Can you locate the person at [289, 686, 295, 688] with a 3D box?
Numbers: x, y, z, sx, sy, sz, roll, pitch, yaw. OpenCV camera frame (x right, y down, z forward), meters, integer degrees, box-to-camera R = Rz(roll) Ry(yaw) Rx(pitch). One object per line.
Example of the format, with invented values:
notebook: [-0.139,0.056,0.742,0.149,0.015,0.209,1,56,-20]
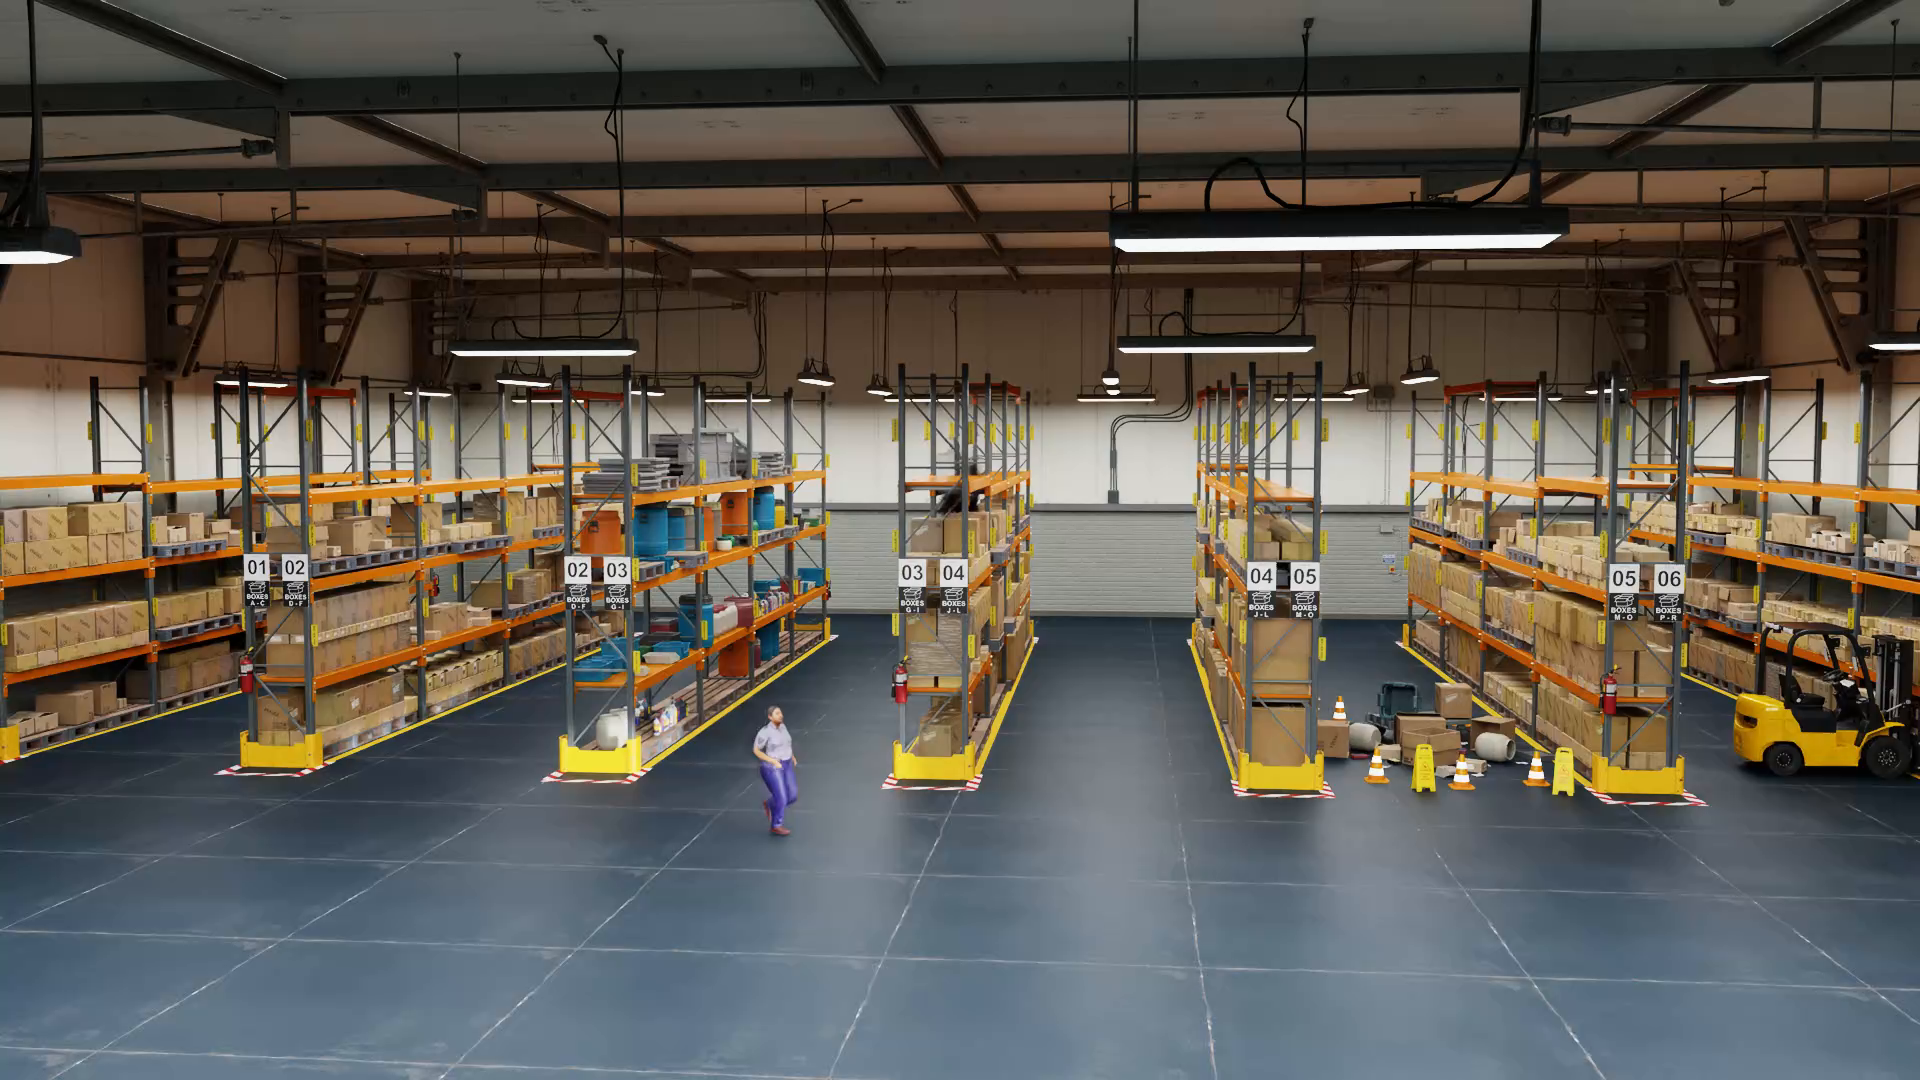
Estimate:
person: [-11.459,2.347,28.920,0.503,1.617,0.682,0,4,-2]

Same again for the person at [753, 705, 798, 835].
person: [-2.309,2.871,20.832,0.539,1.586,0.605,3,5,37]
